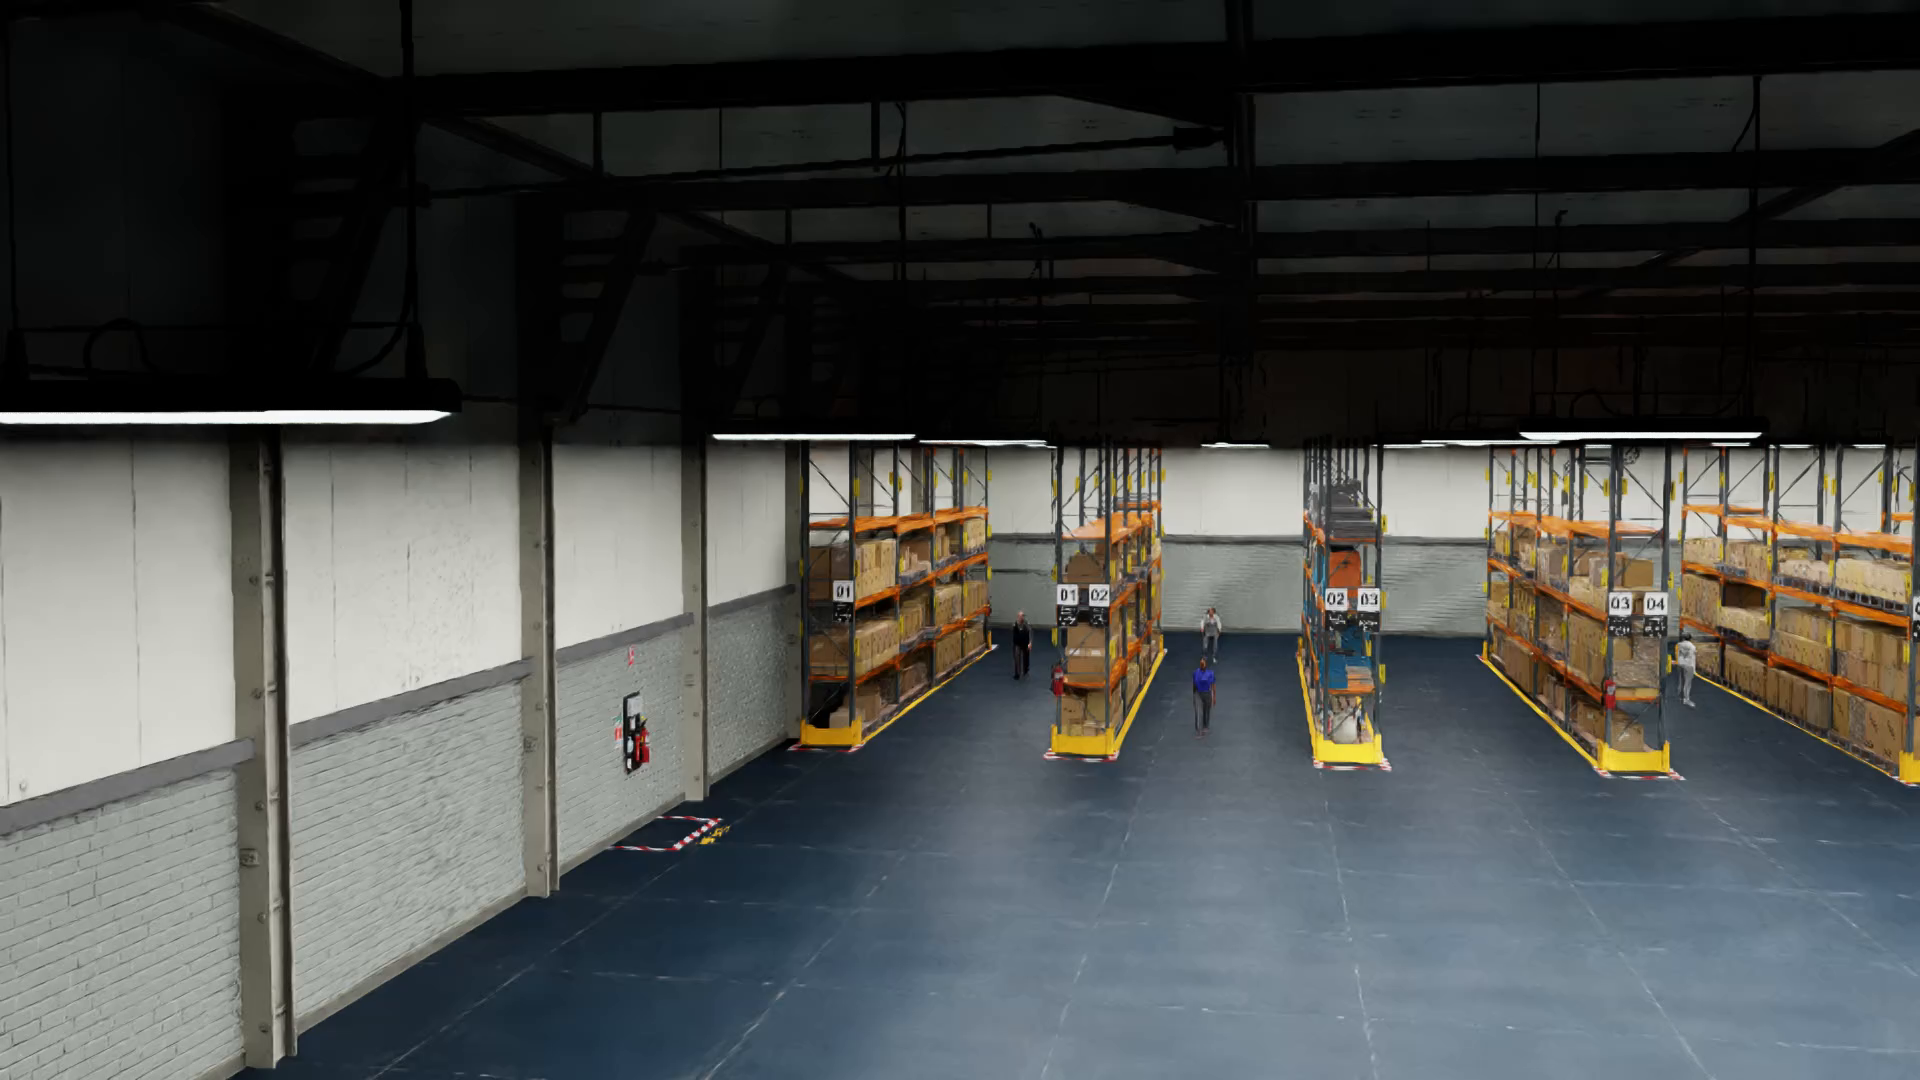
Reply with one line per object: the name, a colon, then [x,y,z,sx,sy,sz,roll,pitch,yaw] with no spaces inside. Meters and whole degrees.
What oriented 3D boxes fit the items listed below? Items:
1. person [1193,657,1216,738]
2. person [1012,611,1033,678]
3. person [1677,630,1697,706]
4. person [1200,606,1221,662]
person: [4.874,3.125,33.200,0.461,1.588,0.990,1,3,9]
person: [1.574,2.627,41.865,0.555,1.669,1.029,1,3,9]
person: [16.317,2.857,37.278,0.416,1.677,0.537,-1,3,-19]
person: [6.764,2.534,44.872,0.566,1.541,0.519,0,3,7]
